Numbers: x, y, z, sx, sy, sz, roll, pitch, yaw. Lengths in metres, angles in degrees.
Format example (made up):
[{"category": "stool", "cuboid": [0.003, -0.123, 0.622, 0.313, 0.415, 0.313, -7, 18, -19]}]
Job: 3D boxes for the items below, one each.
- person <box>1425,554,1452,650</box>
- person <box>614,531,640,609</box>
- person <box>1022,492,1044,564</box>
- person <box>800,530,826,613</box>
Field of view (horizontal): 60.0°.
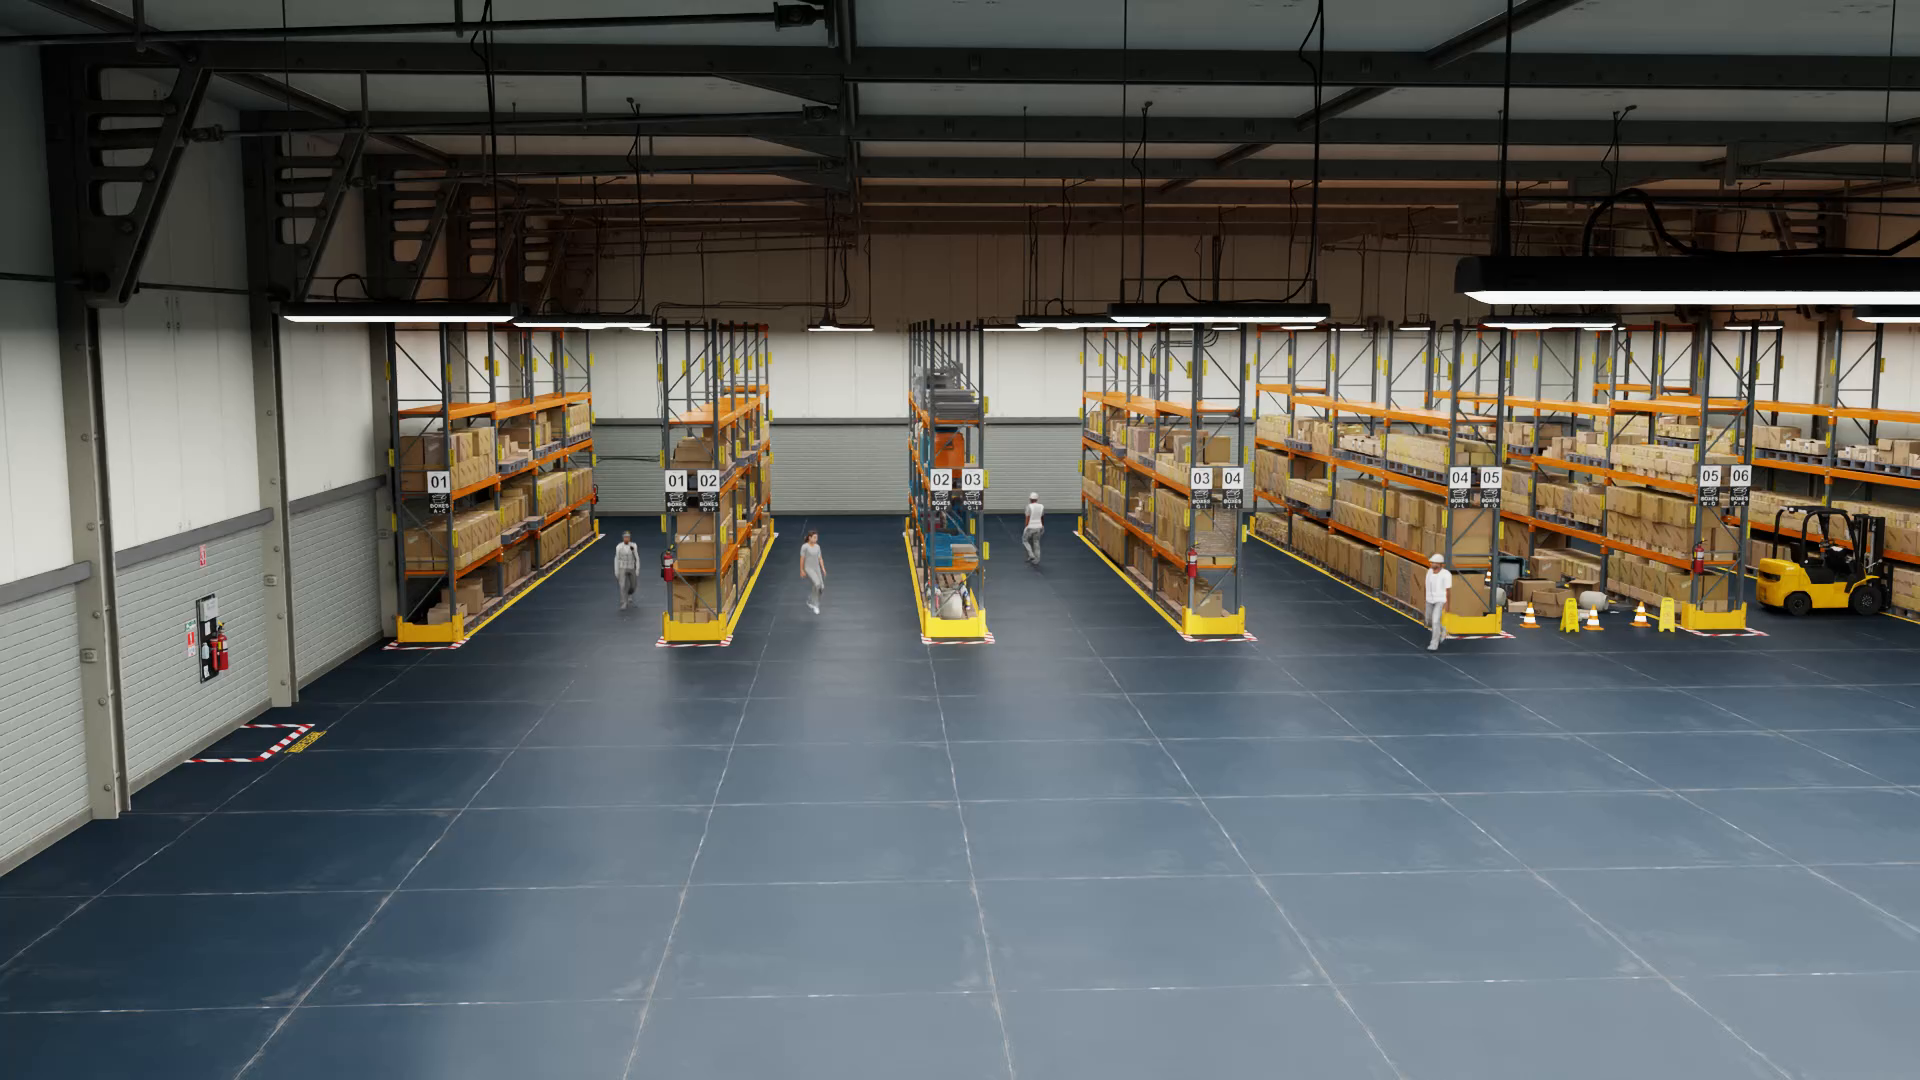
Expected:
[{"category": "person", "cuboid": [8.729, 1.109, 30.299, 0.785, 1.746, 0.573, -6, 9, -42]}, {"category": "person", "cuboid": [-6.987, 0.604, 34.893, 0.516, 1.628, 0.892, -2, 7, -17]}, {"category": "person", "cuboid": [1.853, -0.296, 41.581, 0.609, 1.786, 0.463, -5, 8, -33]}, {"category": "person", "cuboid": [-2.898, 0.616, 33.151, 0.466, 1.613, 0.591, -7, 10, -45]}]
